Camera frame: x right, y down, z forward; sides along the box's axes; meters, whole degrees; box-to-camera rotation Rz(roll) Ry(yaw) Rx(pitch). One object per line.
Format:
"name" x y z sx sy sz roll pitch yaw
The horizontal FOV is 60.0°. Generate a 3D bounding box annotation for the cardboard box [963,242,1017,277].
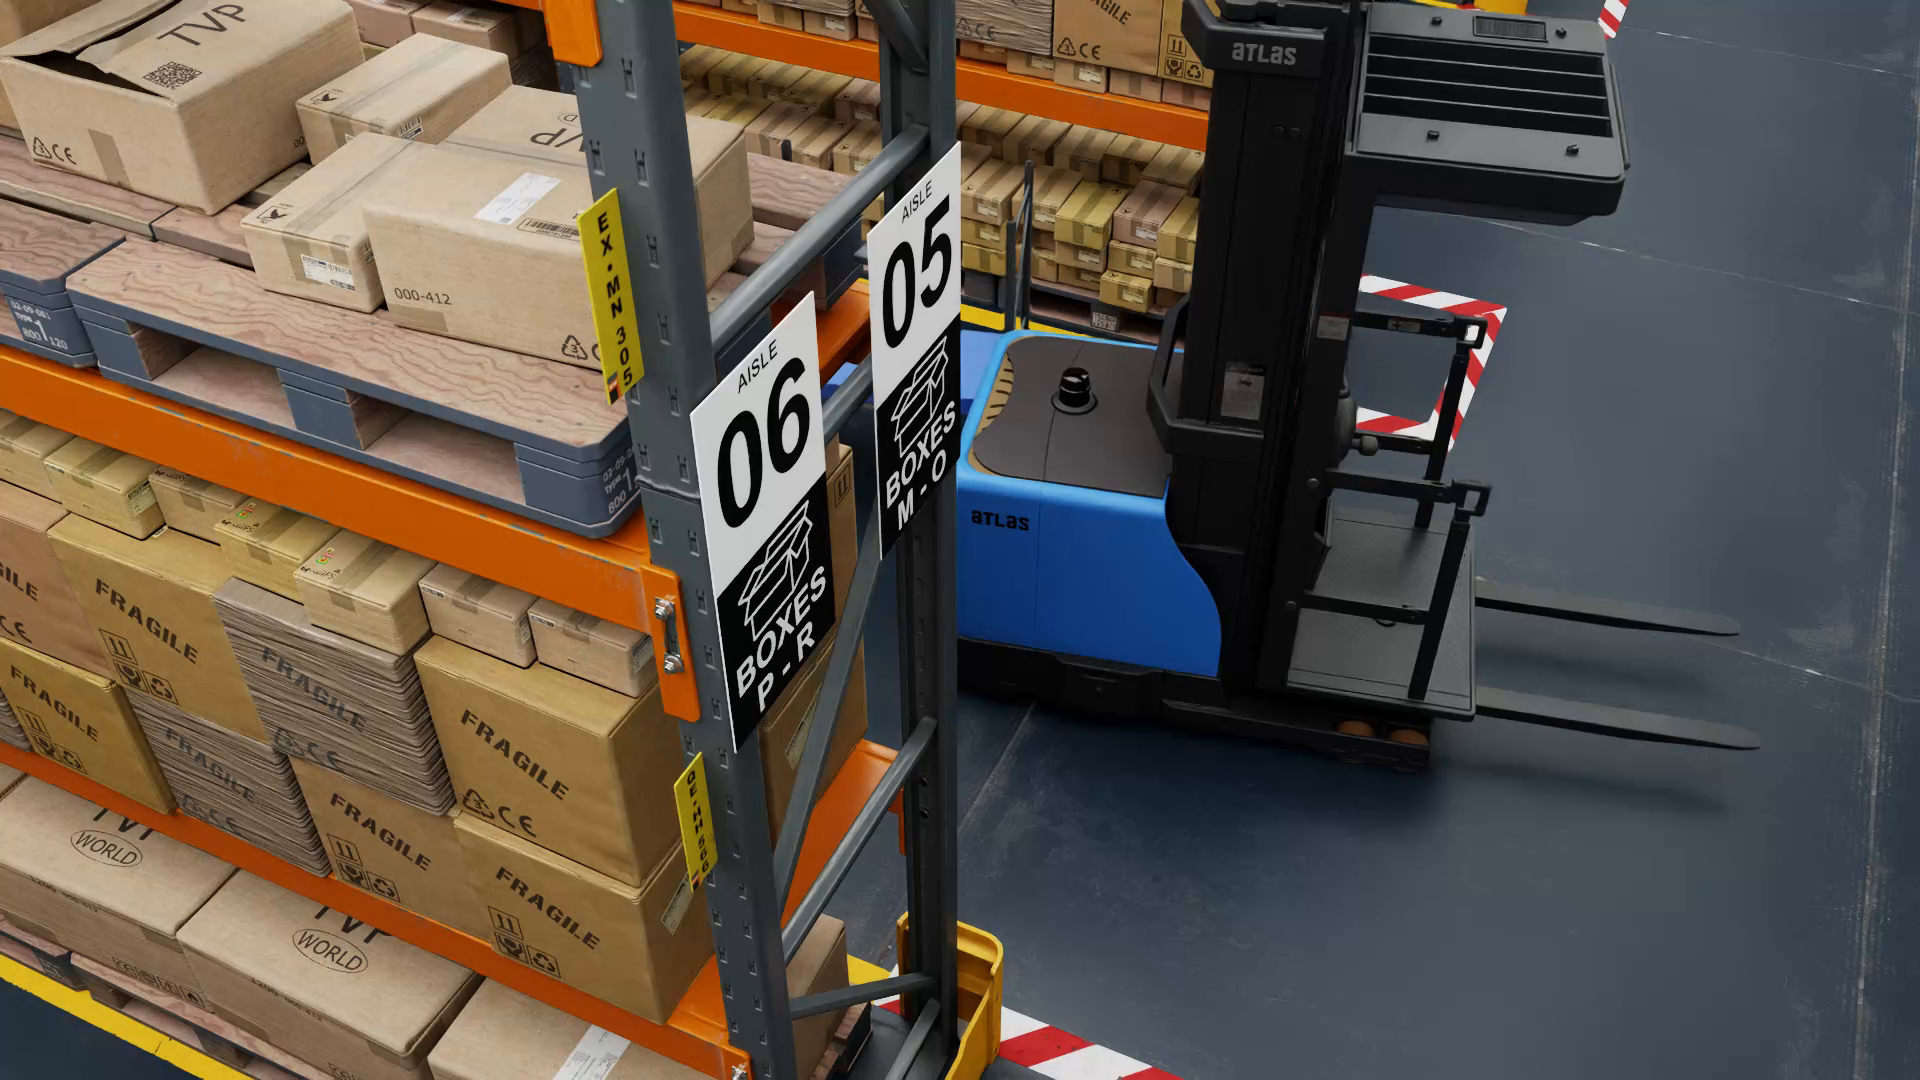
"cardboard box" 0.199 -1.536 8.588 0.250 0.149 0.380 15 43 17

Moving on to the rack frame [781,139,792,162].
"rack frame" -0.760 -0.930 7.178 0.032 1.500 0.500 7 41 8

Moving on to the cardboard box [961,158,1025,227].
"cardboard box" 0.176 -1.756 8.388 0.250 0.149 0.380 19 44 20

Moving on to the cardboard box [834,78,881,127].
"cardboard box" -0.499 -2.423 9.157 0.250 0.149 0.380 15 43 17

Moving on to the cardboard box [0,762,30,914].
"cardboard box" -3.373 0.702 5.785 0.875 0.438 0.875 16 44 18

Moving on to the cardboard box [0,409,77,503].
"cardboard box" -2.091 -0.283 3.951 0.250 0.149 0.380 18 44 20

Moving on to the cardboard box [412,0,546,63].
"cardboard box" -2.677 -2.865 9.280 0.500 0.250 0.500 16 43 18

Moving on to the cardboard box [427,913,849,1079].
"cardboard box" -0.912 1.449 4.924 0.875 0.438 0.875 16 43 17

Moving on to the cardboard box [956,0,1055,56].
"cardboard box" 0.286 -2.605 7.662 0.500 0.500 0.500 17 44 19

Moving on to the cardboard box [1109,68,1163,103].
"cardboard box" 0.872 -2.182 7.670 0.250 0.149 0.380 17 44 18

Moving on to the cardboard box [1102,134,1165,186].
"cardboard box" 0.924 -2.007 8.677 0.250 0.149 0.380 17 44 19

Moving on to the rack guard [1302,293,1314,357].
"rack guard" 1.661 -1.280 8.345 0.348 0.500 1.175 17 44 19

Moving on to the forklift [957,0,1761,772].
"forklift" 1.511 -0.620 5.728 3.031 2.935 1.130 9 42 10

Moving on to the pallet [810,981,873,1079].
"pallet" -1.029 1.642 5.195 1.213 0.211 1.003 17 44 19

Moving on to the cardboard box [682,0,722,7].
"cardboard box" -1.247 -2.873 8.466 0.250 0.149 0.380 15 43 17

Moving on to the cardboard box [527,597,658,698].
"cardboard box" -0.682 0.122 3.484 0.250 0.149 0.380 18 44 19

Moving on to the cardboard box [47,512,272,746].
"cardboard box" -1.742 0.089 4.017 0.500 0.500 0.500 17 44 18

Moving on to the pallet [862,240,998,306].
"pallet" -0.162 -1.755 9.114 1.213 0.211 1.003 17 44 19

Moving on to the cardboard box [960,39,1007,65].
"cardboard box" 0.185 -2.440 7.966 0.250 0.149 0.380 15 43 17

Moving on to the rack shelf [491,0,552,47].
"rack shelf" -3.708 -3.593 9.654 4.000 0.370 1.077 17 44 19

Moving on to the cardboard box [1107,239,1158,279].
"cardboard box" 0.917 -1.478 8.294 0.250 0.149 0.380 16 43 18

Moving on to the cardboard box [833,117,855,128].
"cardboard box" -0.550 -2.288 9.229 0.250 0.149 0.380 18 44 20

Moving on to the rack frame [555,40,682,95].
"rack frame" -1.895 -3.311 8.780 0.127 3.000 1.000 17 44 19

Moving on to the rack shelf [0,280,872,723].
"rack shelf" -2.084 -0.653 3.972 4.000 0.370 1.077 17 44 19

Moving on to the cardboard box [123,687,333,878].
"cardboard box" -1.739 0.464 4.348 0.500 0.500 0.500 18 44 20

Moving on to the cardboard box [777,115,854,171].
"cardboard box" -0.754 -2.069 8.748 0.250 0.149 0.380 18 44 20

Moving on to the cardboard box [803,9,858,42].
"cardboard box" -0.563 -2.607 8.160 0.250 0.149 0.380 19 44 20

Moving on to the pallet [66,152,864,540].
"pallet" -0.948 -0.536 3.356 1.213 0.211 1.003 17 44 19

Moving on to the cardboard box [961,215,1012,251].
"cardboard box" 0.184 -1.652 8.495 0.250 0.149 0.380 18 44 19

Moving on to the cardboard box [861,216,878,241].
"cardboard box" -0.508 -1.765 8.853 0.250 0.149 0.380 16 43 17

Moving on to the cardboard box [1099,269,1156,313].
"cardboard box" 0.889 -1.318 8.336 0.250 0.149 0.380 18 44 20

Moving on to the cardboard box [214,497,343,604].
"cardboard box" -1.402 -0.050 3.683 0.250 0.149 0.380 18 44 20

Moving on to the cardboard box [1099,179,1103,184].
"cardboard box" 0.693 -1.954 8.844 0.250 0.149 0.380 18 44 20

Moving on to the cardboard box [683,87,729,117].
"cardboard box" -1.446 -2.287 9.000 0.250 0.149 0.380 19 44 21

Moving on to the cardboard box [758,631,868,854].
"cardboard box" -0.585 0.422 4.397 0.500 0.500 0.500 17 44 18

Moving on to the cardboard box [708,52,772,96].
"cardboard box" -1.214 -2.626 9.391 0.250 0.149 0.380 18 44 19

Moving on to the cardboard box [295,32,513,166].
"cardboard box" -1.160 -0.910 3.514 0.250 0.149 0.380 19 44 20

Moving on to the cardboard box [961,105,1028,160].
"cardboard box" 0.198 -2.209 8.910 0.250 0.149 0.380 18 44 19

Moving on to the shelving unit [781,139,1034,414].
"shelving unit" -0.260 -0.868 7.107 1.048 1.500 0.538 7 41 8

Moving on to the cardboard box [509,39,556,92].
"cardboard box" -2.672 -2.580 9.525 0.500 0.500 0.500 16 43 18

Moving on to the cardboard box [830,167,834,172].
"cardboard box" -0.716 -1.985 8.879 0.250 0.149 0.380 19 44 21

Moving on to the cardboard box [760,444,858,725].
"cardboard box" -0.586 0.045 4.068 0.500 0.500 0.500 16 43 18

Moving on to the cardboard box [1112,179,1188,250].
"cardboard box" 0.939 -1.609 8.218 0.250 0.149 0.380 18 44 19

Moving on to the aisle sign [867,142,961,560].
"aisle sign" -0.084 -0.372 3.404 0.004 0.787 0.394 17 44 19
